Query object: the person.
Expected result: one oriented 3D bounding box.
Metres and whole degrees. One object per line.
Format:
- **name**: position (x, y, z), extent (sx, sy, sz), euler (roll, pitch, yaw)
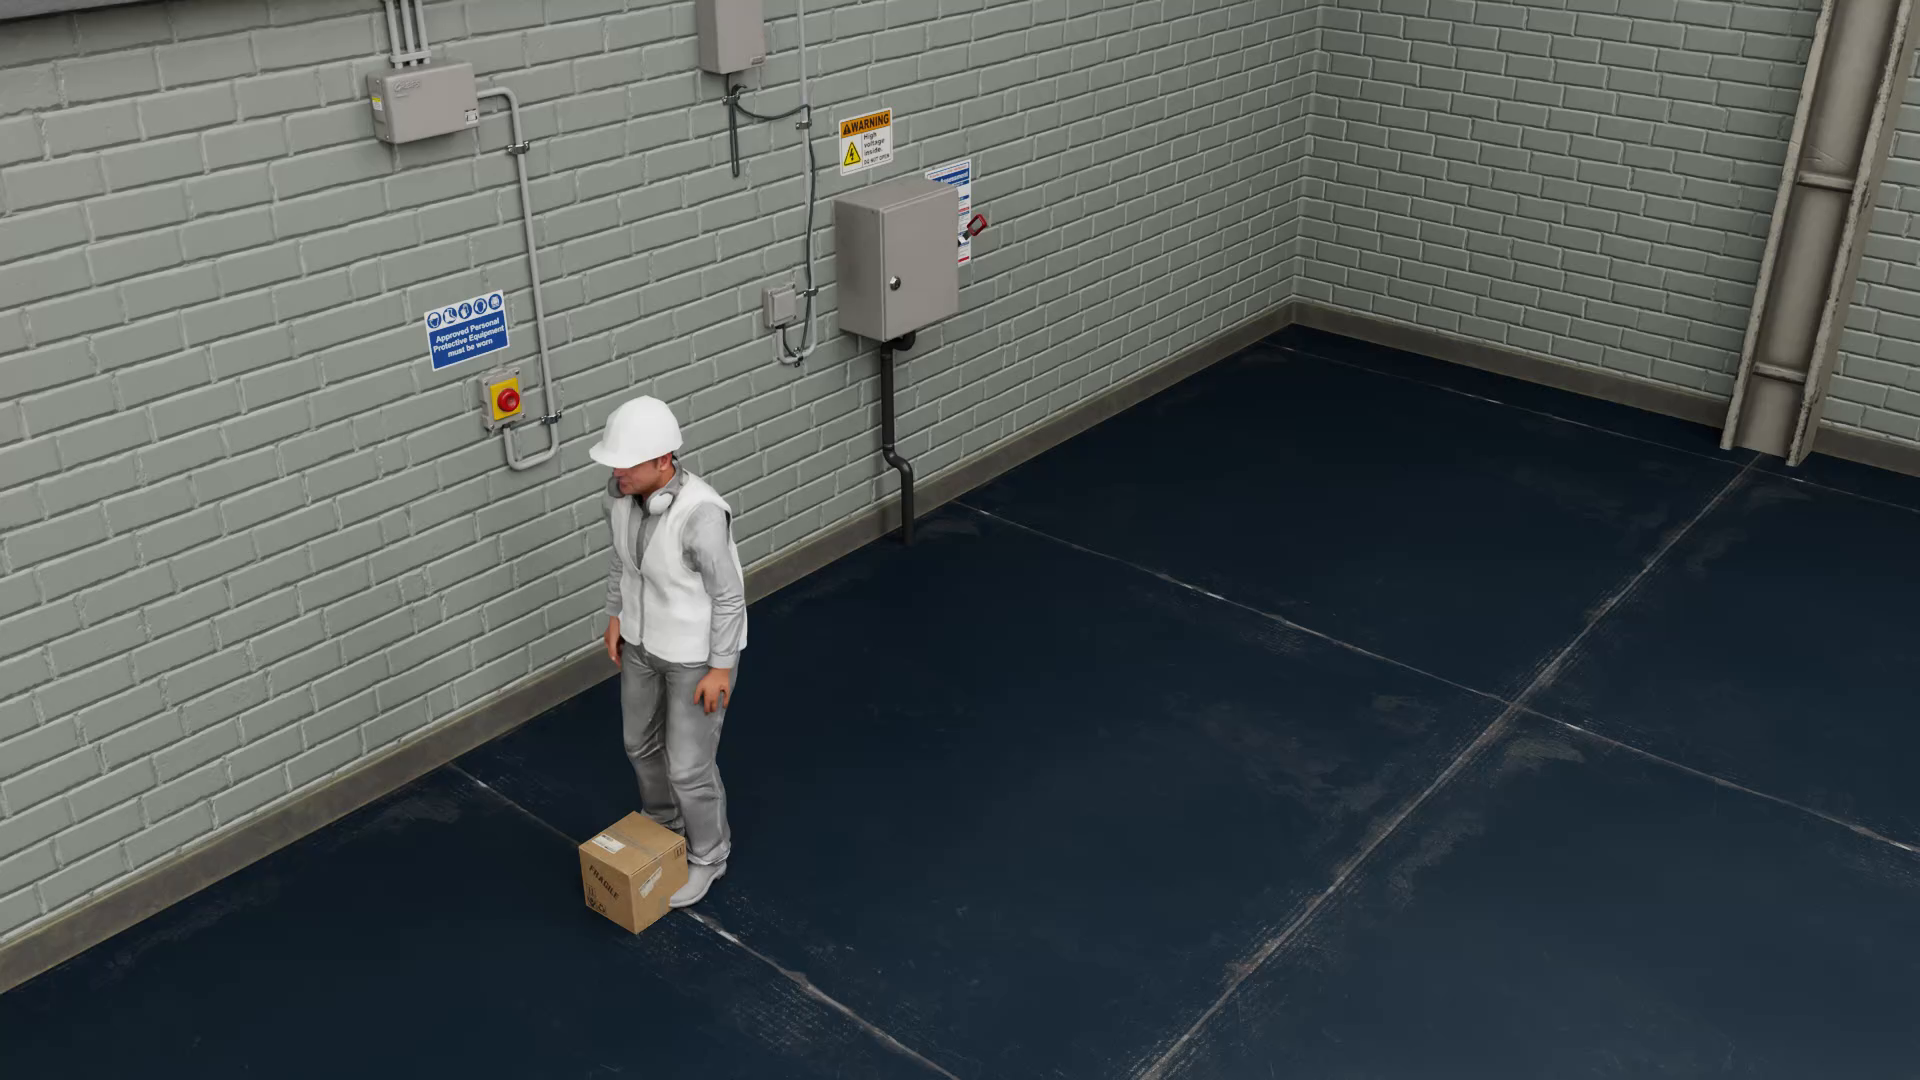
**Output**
- **person**: position (-0.938, 0.343, 5.423), extent (0.580, 1.768, 0.464), euler (21, 34, 35)
